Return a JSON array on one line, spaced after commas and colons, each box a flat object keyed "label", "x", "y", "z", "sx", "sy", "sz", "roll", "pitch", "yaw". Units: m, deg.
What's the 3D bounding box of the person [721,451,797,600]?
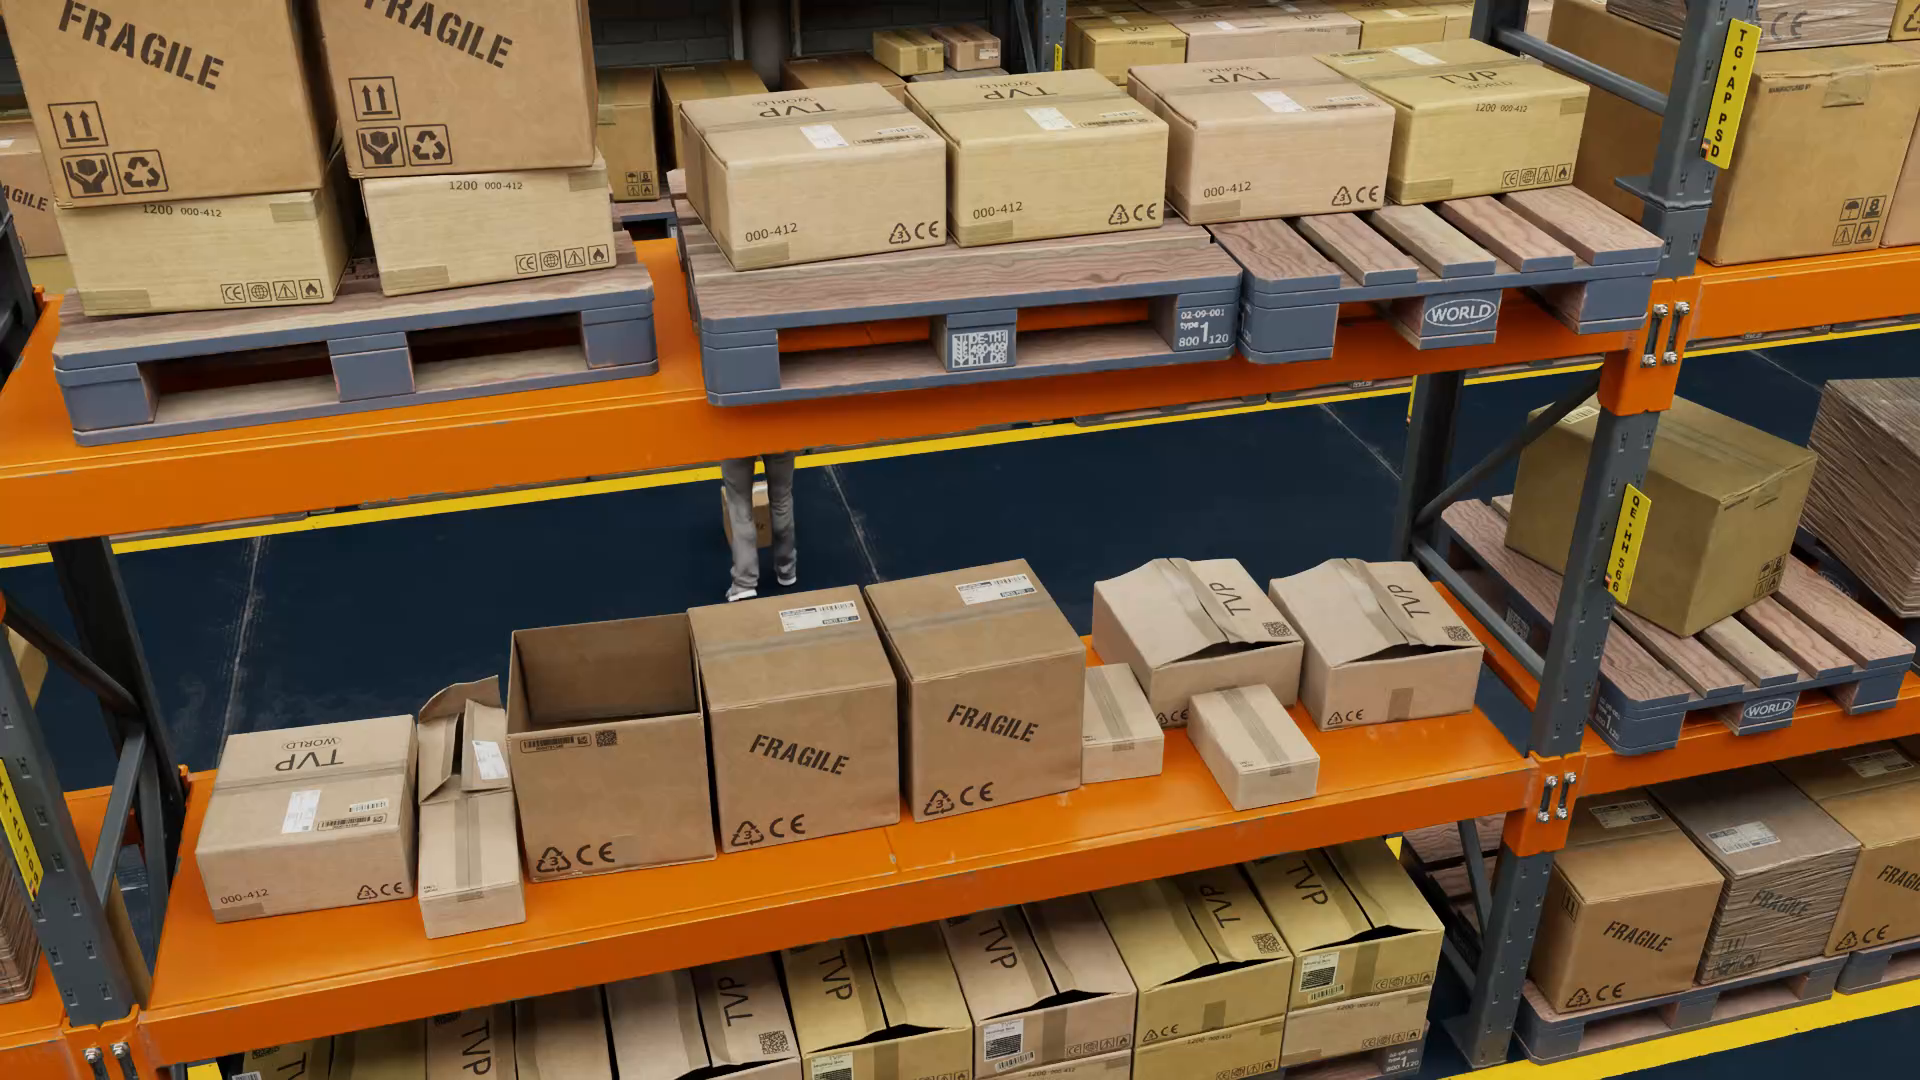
[{"label": "person", "x": -0.958, "y": -0.446, "z": 7.824, "sx": 0.414, "sy": 1.662, "sz": 0.408, "roll": -7, "pitch": 31, "yaw": -12}]
